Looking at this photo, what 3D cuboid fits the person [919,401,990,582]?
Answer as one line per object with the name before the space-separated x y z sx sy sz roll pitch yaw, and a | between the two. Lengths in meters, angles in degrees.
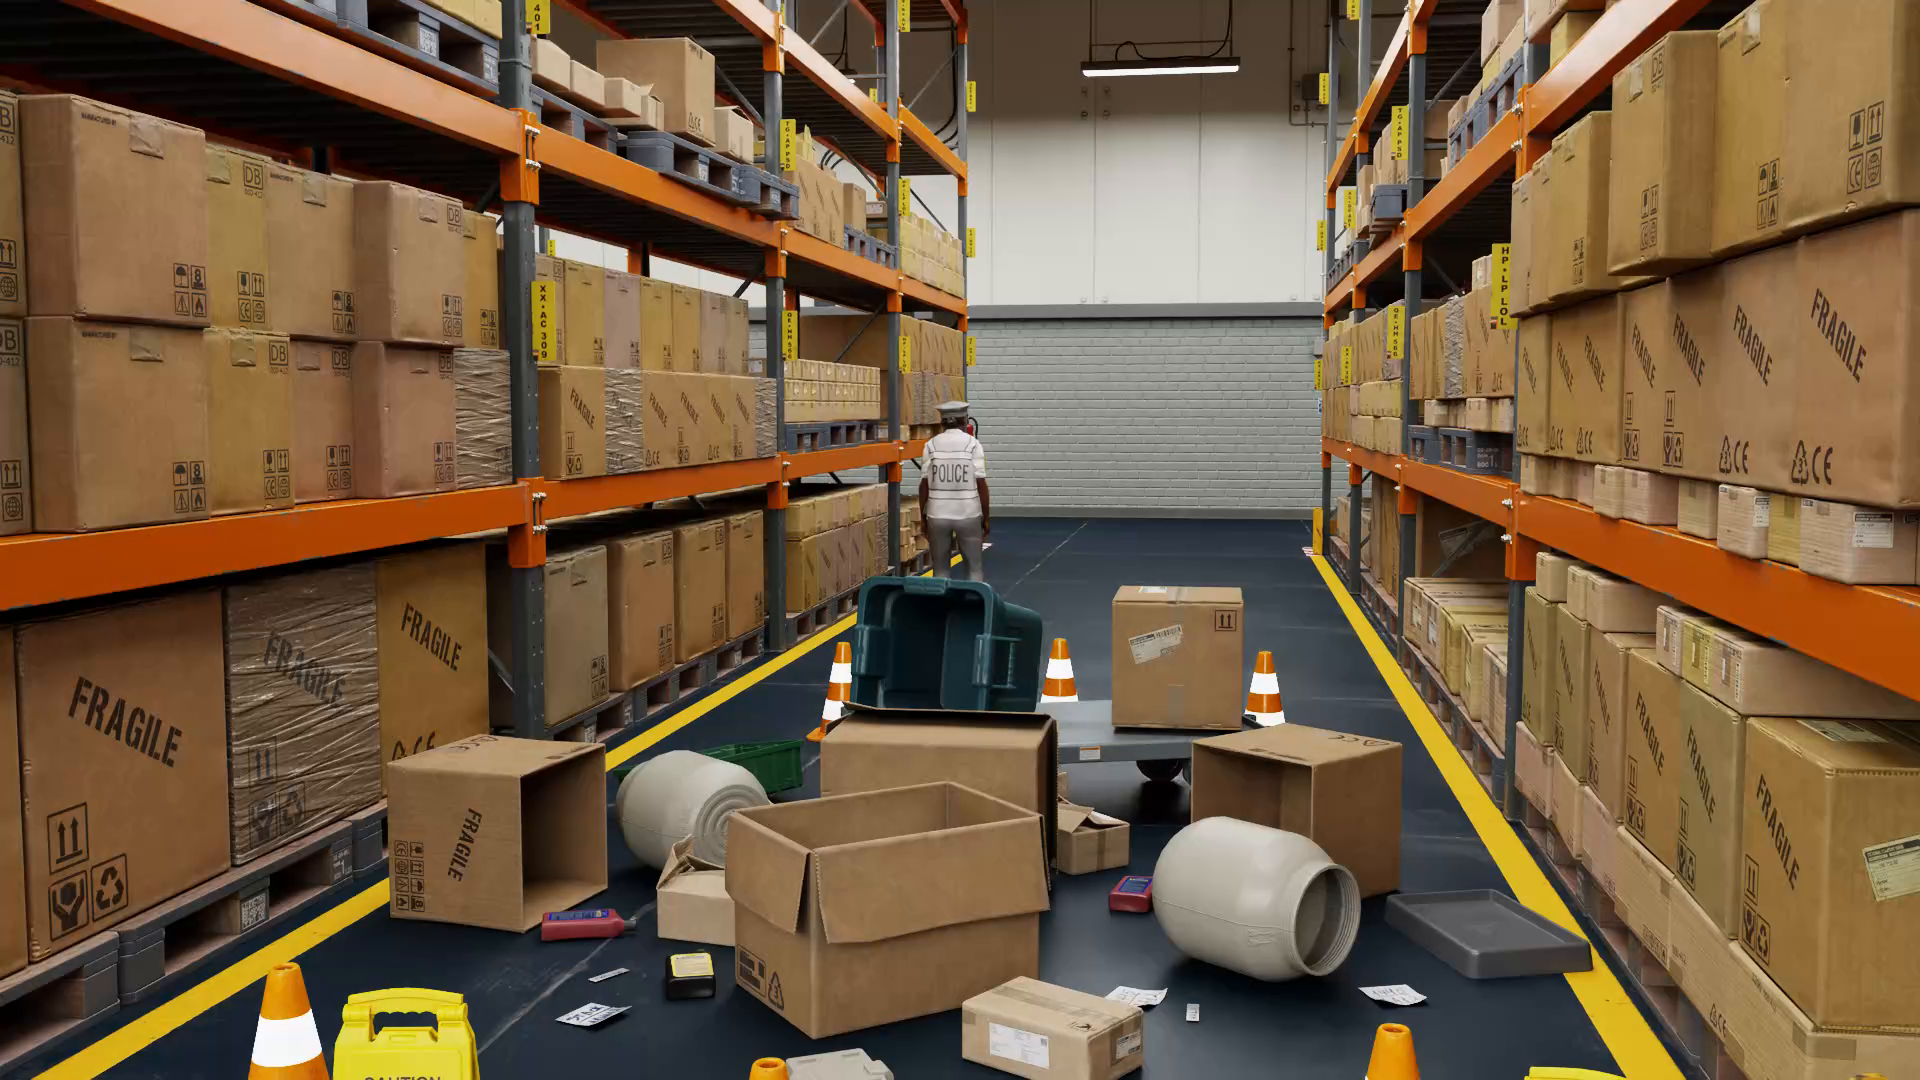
person | -0.029 -0.131 11.537 0.506 1.660 0.415 1 5 9
